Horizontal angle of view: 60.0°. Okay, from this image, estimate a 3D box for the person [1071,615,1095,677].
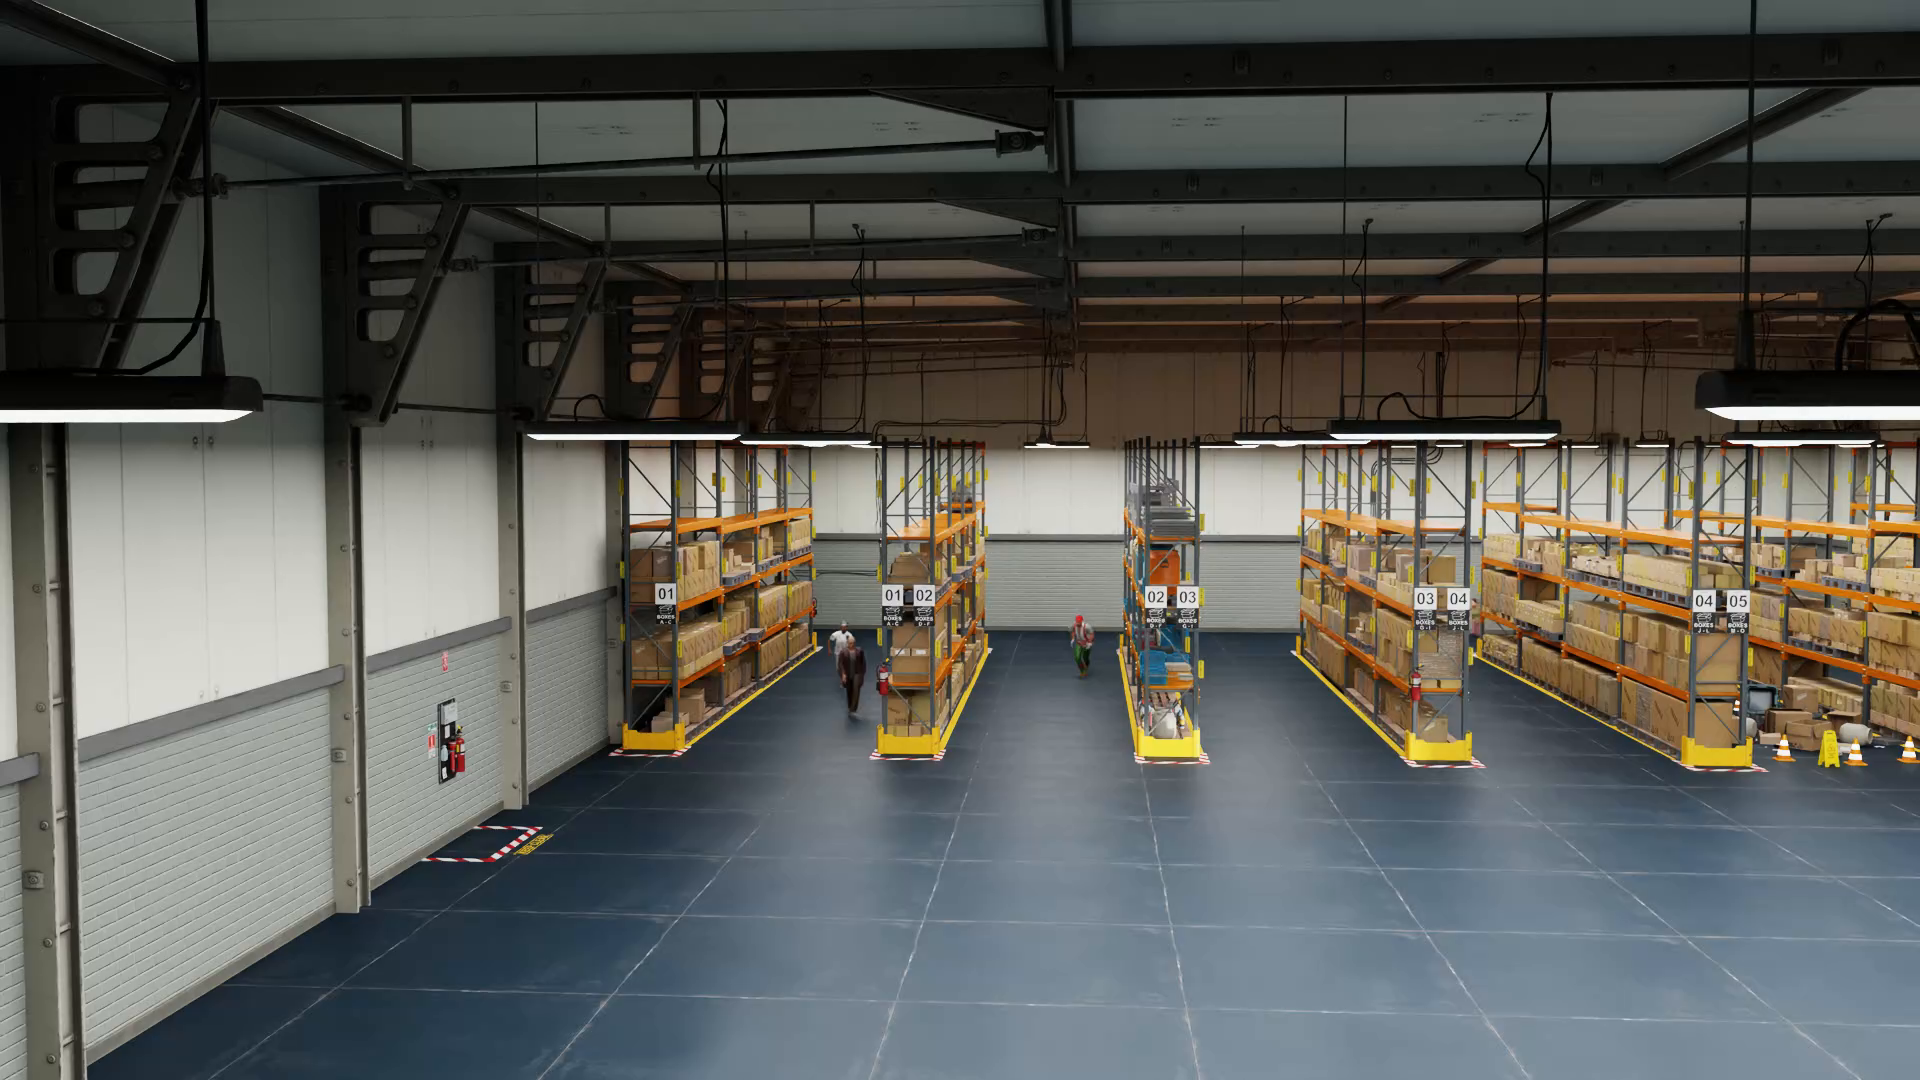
[{"bbox_3d":[3.152,2.670,42.255,0.654,1.607,1.087,1,3,22],"label":"person"}]

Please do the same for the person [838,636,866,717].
[{"bbox_3d":[-2.320,2.900,35.553,0.574,1.706,1.092,0,3,3],"label":"person"}]

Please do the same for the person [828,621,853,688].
[{"bbox_3d":[-2.855,2.760,40.055,0.659,1.653,0.559,0,3,-2],"label":"person"}]

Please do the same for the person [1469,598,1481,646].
[{"bbox_3d":[14.942,2.404,48.275,0.599,1.494,0.761,2,4,38],"label":"person"}]
